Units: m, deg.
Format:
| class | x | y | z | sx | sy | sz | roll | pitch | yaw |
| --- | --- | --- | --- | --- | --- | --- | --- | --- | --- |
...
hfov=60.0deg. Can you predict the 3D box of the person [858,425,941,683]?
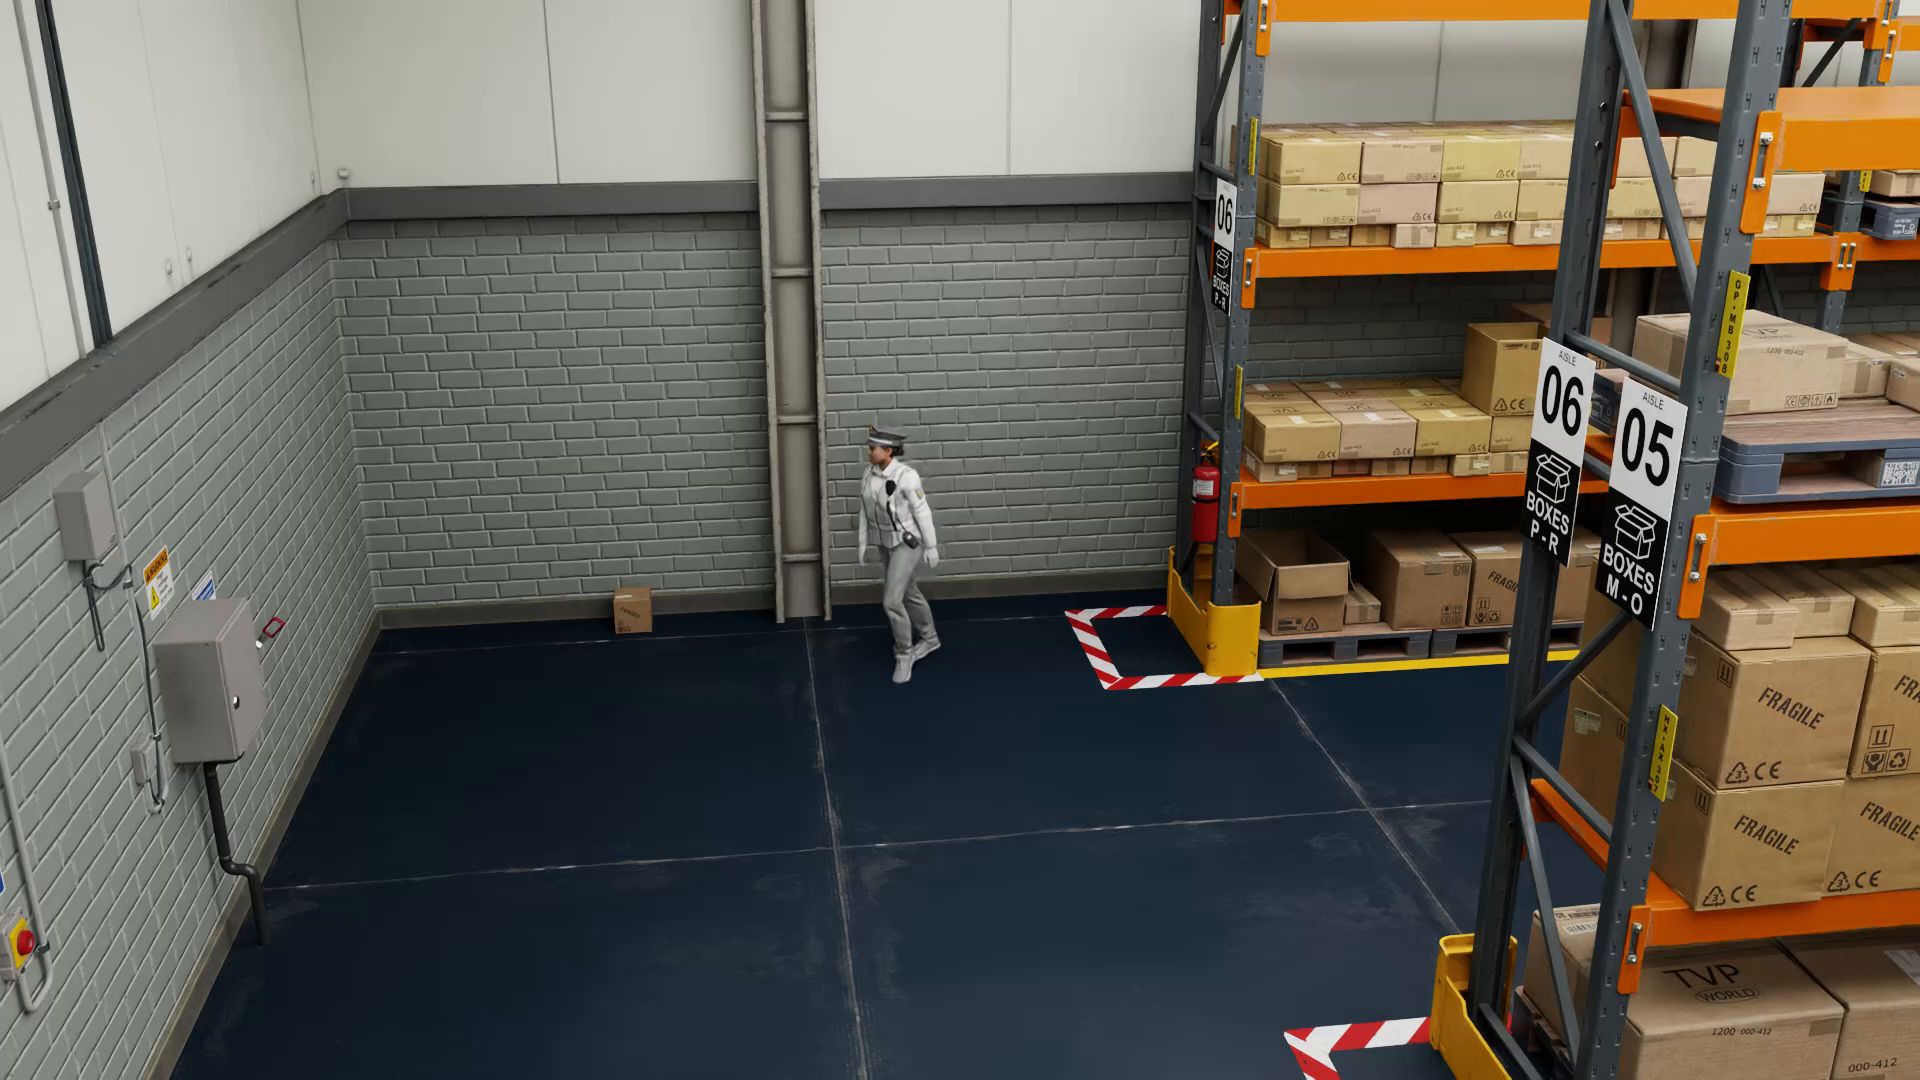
| class | x | y | z | sx | sy | sz | roll | pitch | yaw |
| --- | --- | --- | --- | --- | --- | --- | --- | --- | --- |
| person | -0.375 | 0.045 | 10.954 | 0.528 | 1.723 | 0.529 | -15 | 25 | -36 |
